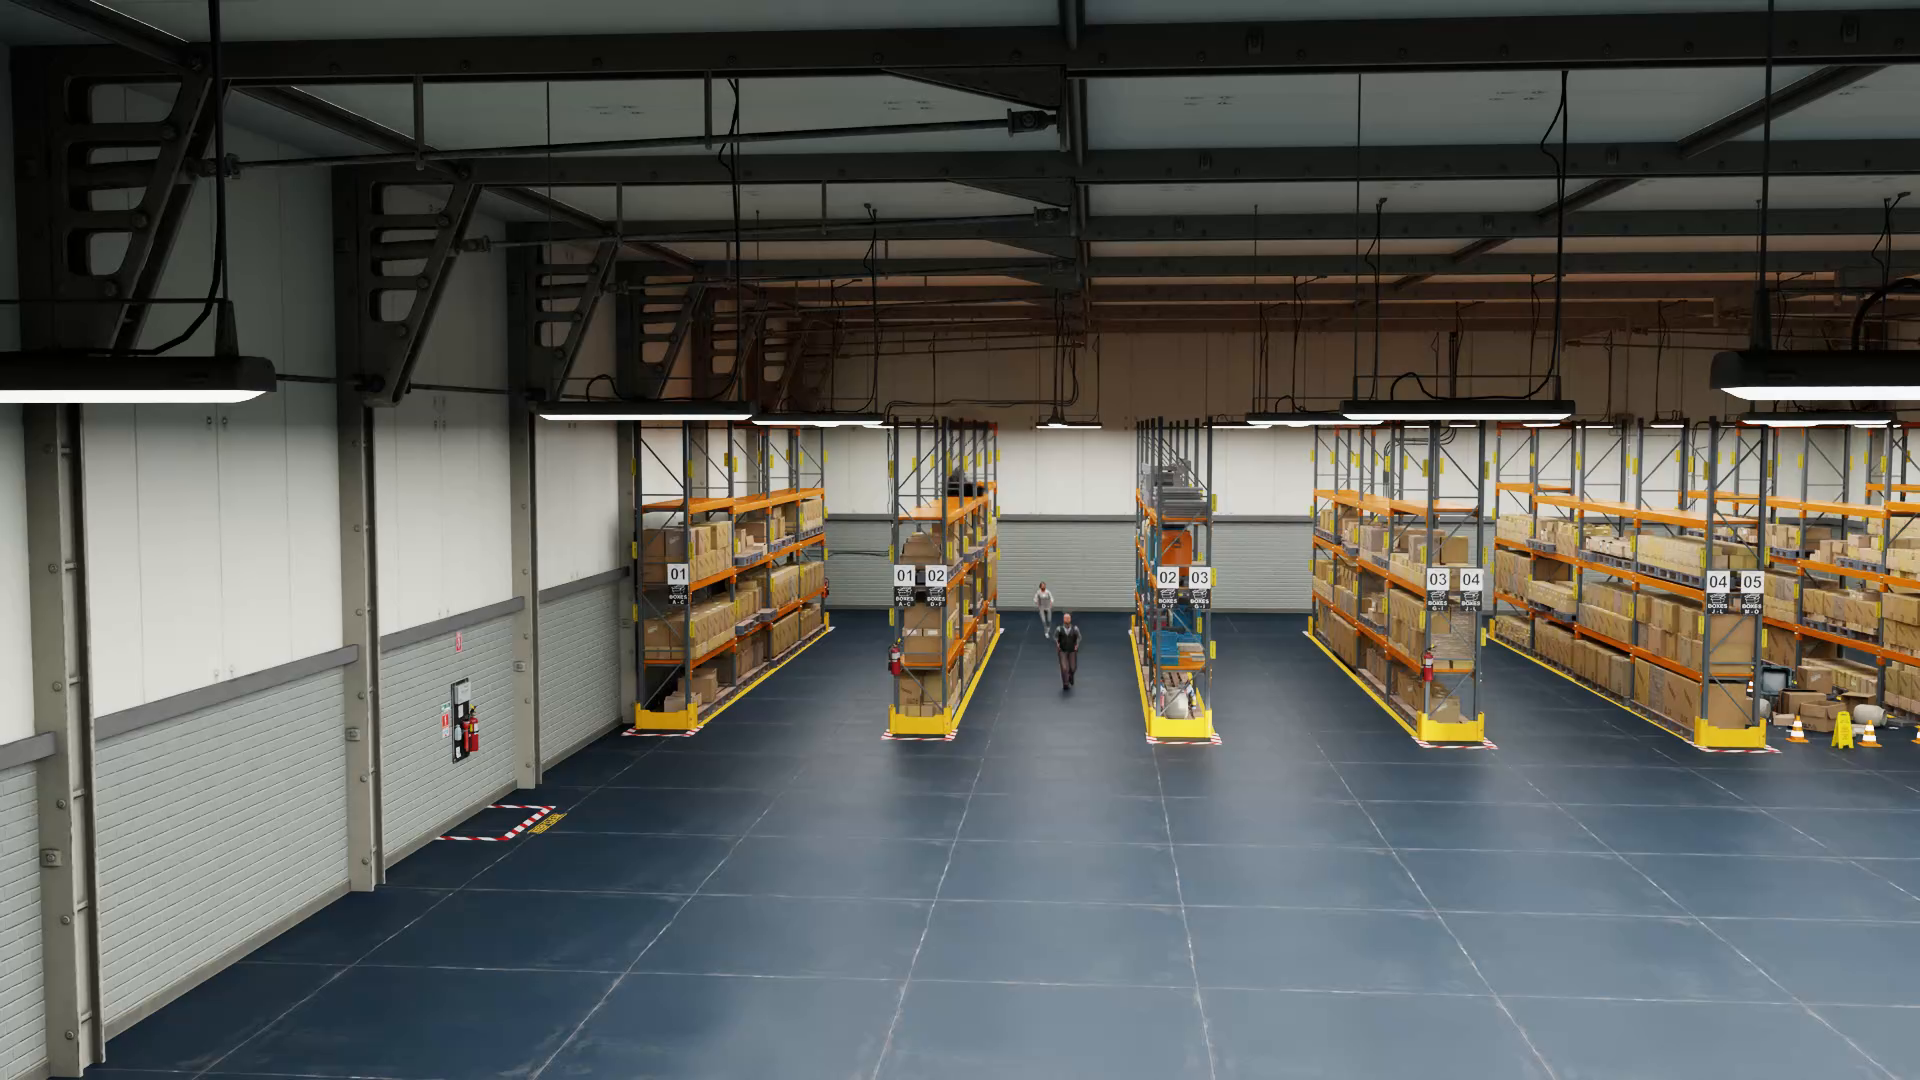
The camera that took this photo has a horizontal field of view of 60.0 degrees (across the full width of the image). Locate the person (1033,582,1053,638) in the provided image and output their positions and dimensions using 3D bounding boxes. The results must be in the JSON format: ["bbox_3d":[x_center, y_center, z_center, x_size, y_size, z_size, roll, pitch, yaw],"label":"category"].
[{"bbox_3d":[2.324,1.935,46.317,0.564,1.556,0.523,0,4,-4],"label":"person"}]

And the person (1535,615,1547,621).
[{"bbox_3d":[16.384,1.812,47.374,0.586,1.632,0.816,-2,4,-27],"label":"person"}]

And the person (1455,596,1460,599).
[{"bbox_3d":[14.046,1.815,46.659,0.784,1.764,0.683,-4,5,-43],"label":"person"}]

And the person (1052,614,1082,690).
[{"bbox_3d":[2.376,2.477,36.883,0.656,1.673,0.606,0,4,0],"label":"person"}]
